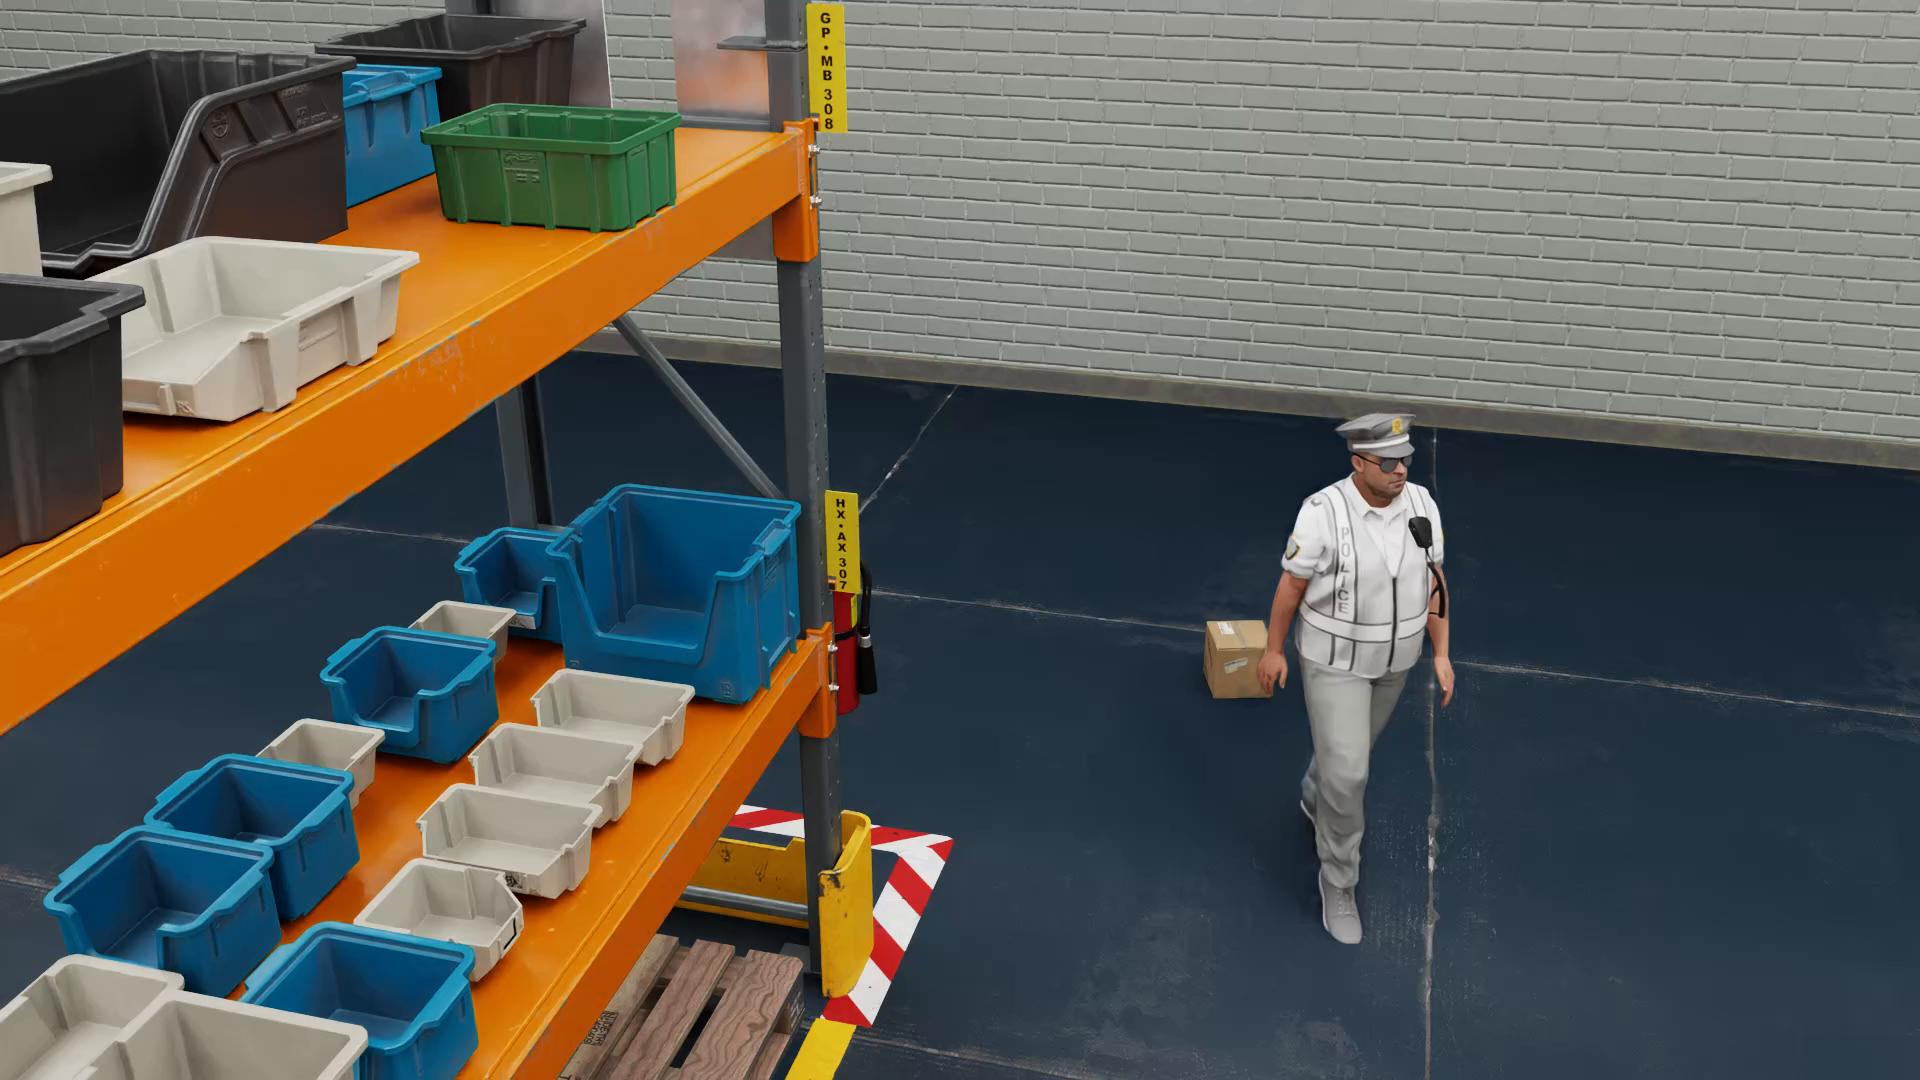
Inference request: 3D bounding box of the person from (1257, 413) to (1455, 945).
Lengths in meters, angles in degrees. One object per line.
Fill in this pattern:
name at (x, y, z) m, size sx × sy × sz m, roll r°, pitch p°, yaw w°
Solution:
person at (1.389, 0.430, 5.700) m, size 0.586 × 1.829 × 0.736 m, roll -10°, pitch 27°, yaw -19°
